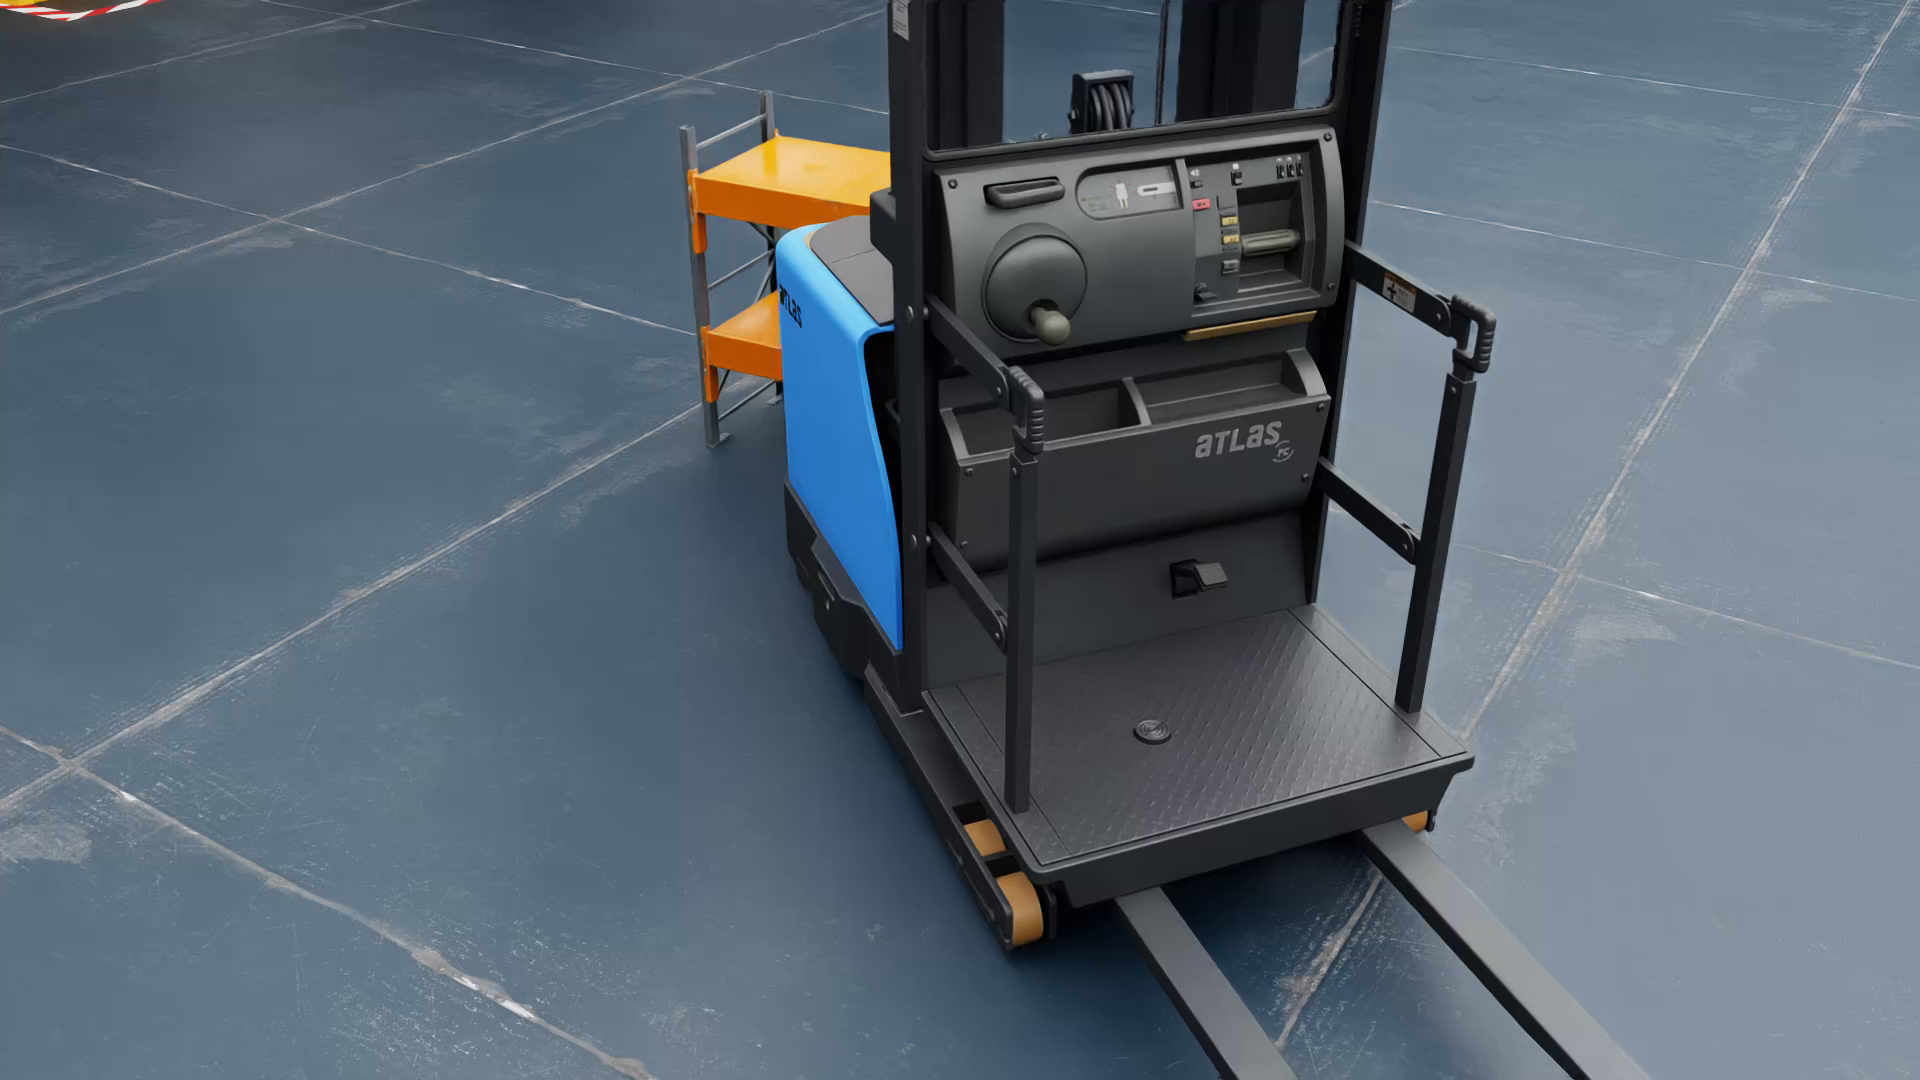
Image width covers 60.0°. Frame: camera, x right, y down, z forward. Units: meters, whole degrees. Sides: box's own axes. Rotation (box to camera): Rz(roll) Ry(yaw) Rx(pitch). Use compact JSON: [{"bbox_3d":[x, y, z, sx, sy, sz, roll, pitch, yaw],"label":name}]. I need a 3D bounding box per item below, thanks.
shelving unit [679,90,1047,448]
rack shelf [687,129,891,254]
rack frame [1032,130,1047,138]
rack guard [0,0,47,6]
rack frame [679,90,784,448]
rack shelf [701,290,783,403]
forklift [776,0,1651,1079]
[{"bbox_3d":[-0.307,-0.805,5.514,1.048,1.125,0.538,14,33,23],"label":"shelving unit"},{"bbox_3d":[-0.307,-1.058,5.367,1.000,0.278,0.538,14,33,23],"label":"rack shelf"},{"bbox_3d":[0.146,-0.689,5.315,0.032,1.125,0.500,14,33,23],"label":"rack frame"},{"bbox_3d":[-6.438,-4.251,12.040,0.348,0.500,1.175,18,35,27],"label":"rack guard"},{"bbox_3d":[-0.760,-0.921,5.713,0.032,1.125,0.500,14,33,23],"label":"rack frame"},{"bbox_3d":[-0.307,-0.594,5.638,1.000,0.278,0.538,14,33,23],"label":"rack shelf"},{"bbox_3d":[0.484,-0.601,3.371,1.130,2.935,3.031,-11,32,-18],"label":"forklift"}]
